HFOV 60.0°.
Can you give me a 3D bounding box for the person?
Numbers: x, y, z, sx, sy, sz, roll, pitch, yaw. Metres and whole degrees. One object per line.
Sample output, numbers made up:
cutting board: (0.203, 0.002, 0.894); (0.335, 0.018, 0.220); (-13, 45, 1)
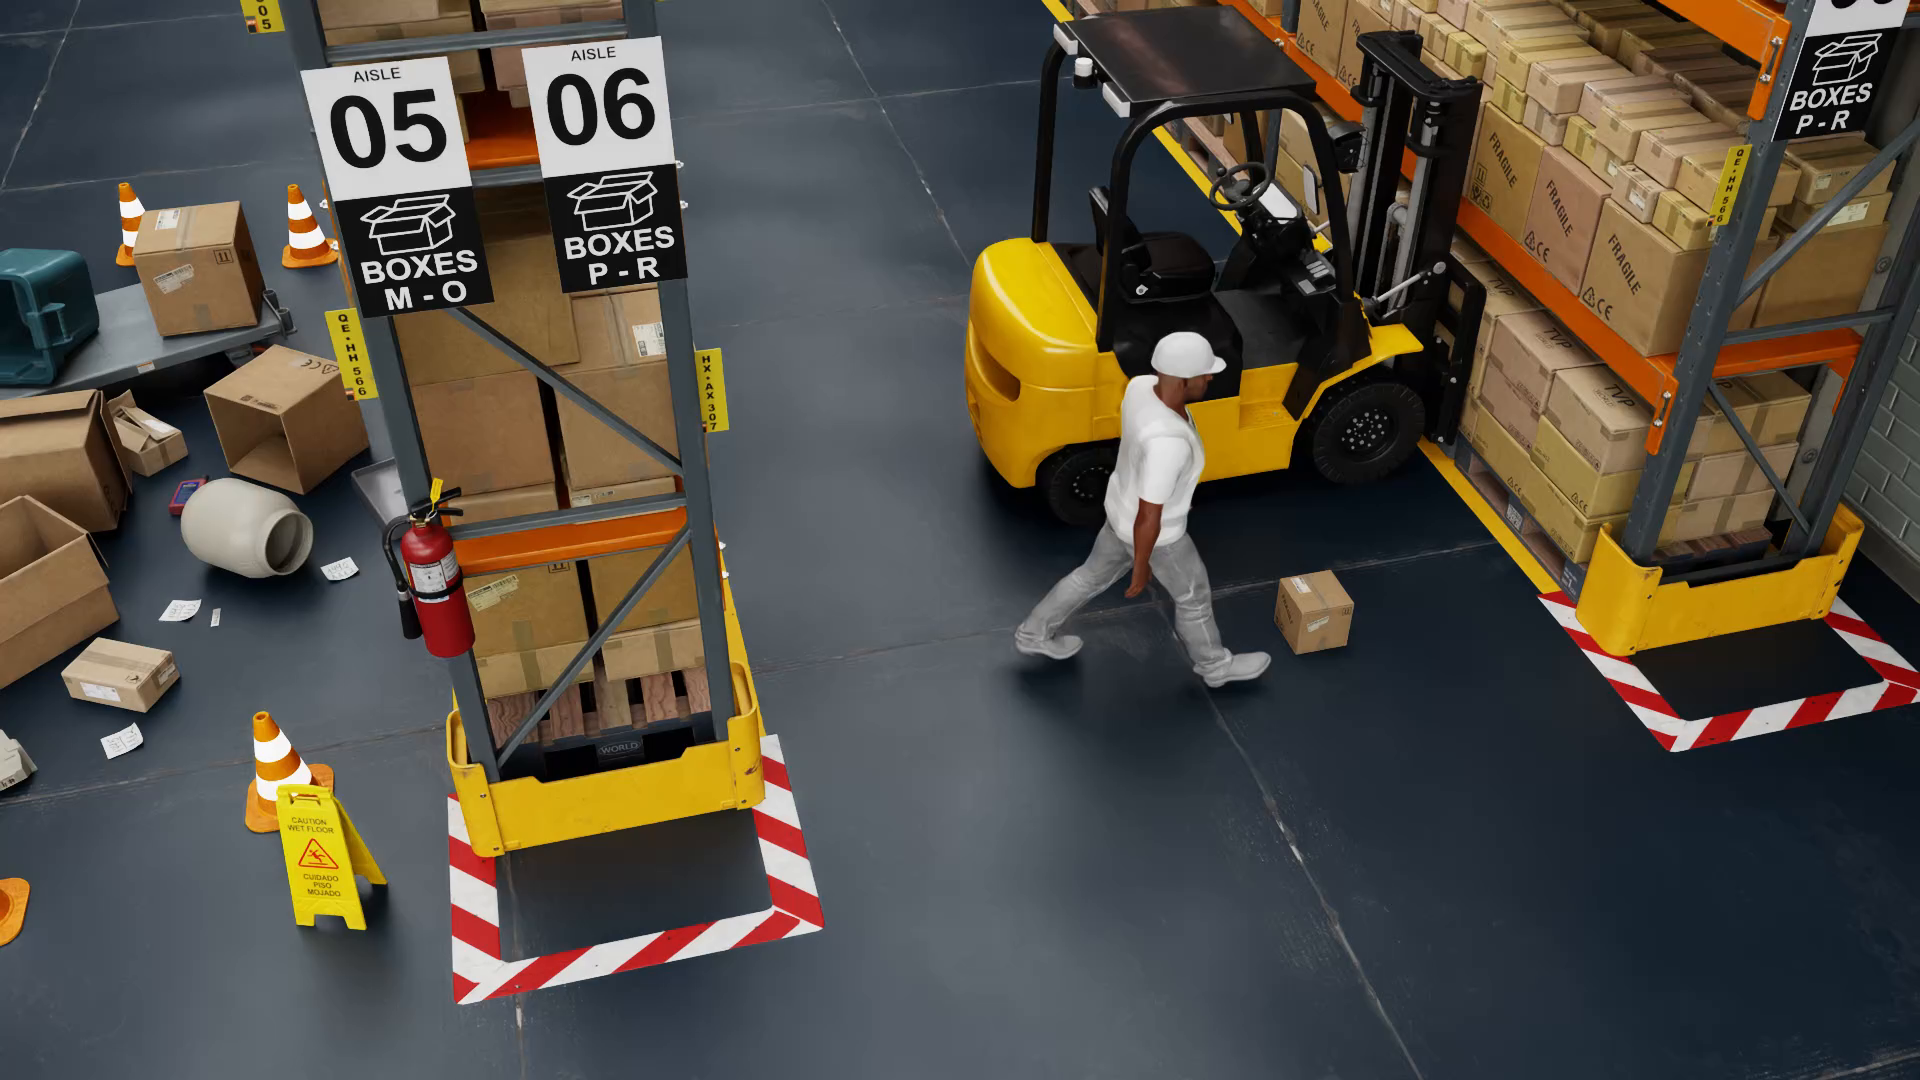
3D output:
person: (0.801, -0.094, 6.834); (1.091, 1.719, 0.596); (-6, 38, -7)
